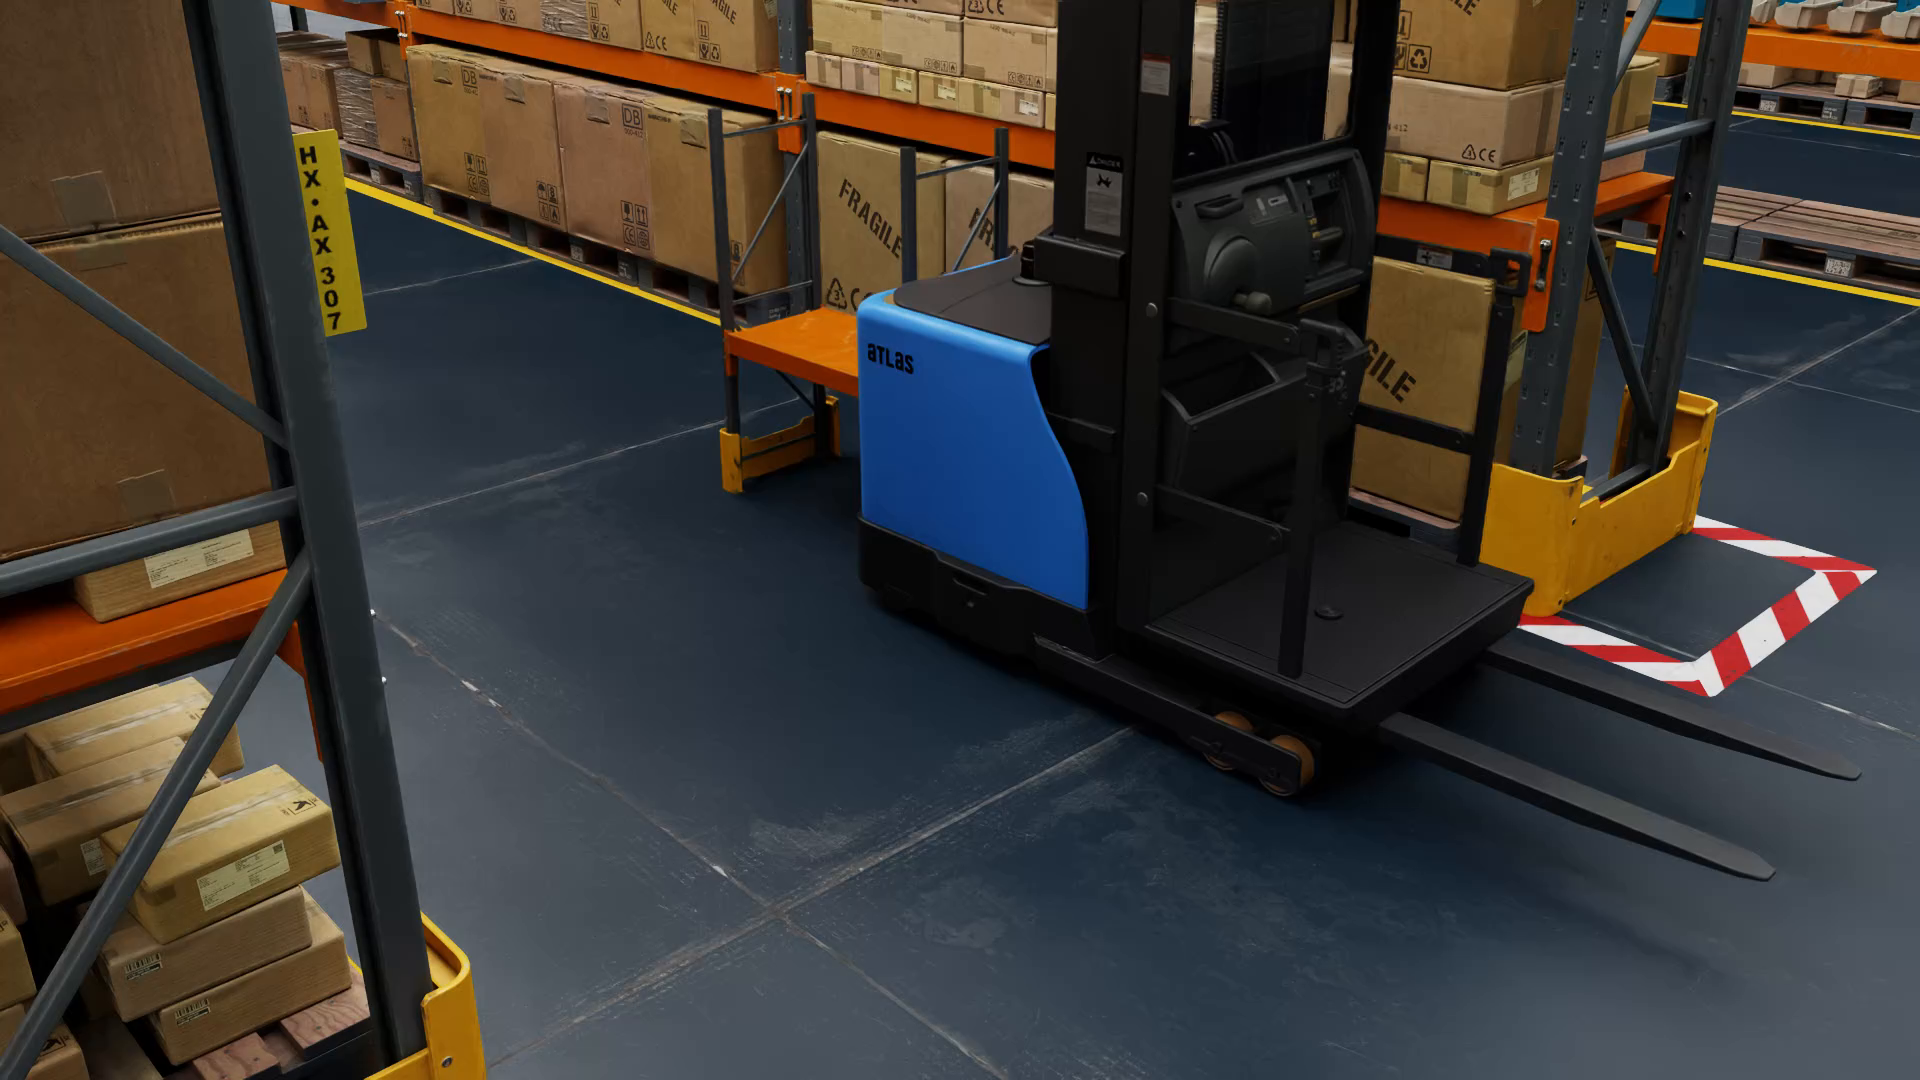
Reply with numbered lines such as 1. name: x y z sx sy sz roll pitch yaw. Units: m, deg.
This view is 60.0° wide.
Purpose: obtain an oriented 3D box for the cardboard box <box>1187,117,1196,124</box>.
1. cardboard box: 0.913 -1.602 6.450 0.380 0.149 0.250 -21 32 -38

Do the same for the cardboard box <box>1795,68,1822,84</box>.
1. cardboard box: 7.370 -4.306 14.557 0.500 0.500 0.500 -21 32 -38

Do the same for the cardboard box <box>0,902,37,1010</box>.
1. cardboard box: -1.963 0.809 3.075 0.380 0.149 0.250 -21 32 -38

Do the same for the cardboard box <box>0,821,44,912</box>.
1. cardboard box: -1.965 0.653 3.775 0.380 0.149 0.250 -21 32 -38

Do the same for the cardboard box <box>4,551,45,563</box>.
1. cardboard box: -1.602 -0.080 3.114 0.380 0.149 0.250 -20 31 -37

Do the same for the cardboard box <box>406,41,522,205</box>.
1. cardboard box: -2.738 -2.748 10.713 0.875 0.875 1.225 22 32 39

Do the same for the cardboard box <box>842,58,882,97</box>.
1. cardboard box: -0.321 -2.148 7.648 0.250 0.149 0.380 23 33 40

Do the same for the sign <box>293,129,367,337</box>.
1. sign: -1.020 -0.486 2.658 0.100 0.325 0.005 -21 32 -38

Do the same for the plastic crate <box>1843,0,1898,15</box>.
1. plastic crate: 5.338 -3.121 9.723 0.250 0.136 0.298 -21 32 -38

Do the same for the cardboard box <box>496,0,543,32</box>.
1. cardboard box: -2.354 -3.249 9.638 0.500 0.500 0.500 -22 32 -39

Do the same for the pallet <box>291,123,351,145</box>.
1. pallet: -4.557 -3.076 12.739 1.003 0.211 1.213 -21 32 -38

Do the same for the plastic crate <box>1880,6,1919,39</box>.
1. plastic crate: 5.200 -2.822 9.068 0.396 0.136 0.243 -21 32 -38

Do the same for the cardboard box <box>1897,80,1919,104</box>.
1. cardboard box: 8.061 -3.832 13.514 0.797 0.503 0.637 -21 32 -38

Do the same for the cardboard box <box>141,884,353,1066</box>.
1. cardboard box: -1.540 0.919 3.551 0.380 0.149 0.250 -20 32 -37

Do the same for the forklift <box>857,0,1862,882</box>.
1. forklift: 1.057 -0.859 4.601 3.031 2.935 1.130 22 32 39

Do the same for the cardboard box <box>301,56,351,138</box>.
1. cardboard box: -4.448 -3.333 12.423 0.700 0.500 0.500 -18 30 -34

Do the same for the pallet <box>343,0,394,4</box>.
1. pallet: -3.759 -3.837 11.277 1.213 0.211 1.003 -21 32 -38

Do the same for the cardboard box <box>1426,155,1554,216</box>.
1. cardboard box: 1.790 -1.215 5.601 0.380 0.149 0.250 -20 32 -38

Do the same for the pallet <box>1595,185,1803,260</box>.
1. pallet: 4.524 -2.081 10.558 1.003 0.211 1.213 -21 32 -38

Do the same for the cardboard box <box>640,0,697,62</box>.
1. cardboard box: -1.312 -2.788 8.626 0.500 0.500 0.500 -20 31 -37

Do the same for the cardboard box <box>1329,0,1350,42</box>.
1. cardboard box: 1.442 -2.251 6.490 0.500 0.500 0.500 -22 33 -40

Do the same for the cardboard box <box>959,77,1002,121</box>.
1. cardboard box: 0.215 -1.912 7.130 0.380 0.149 0.250 -22 32 -39

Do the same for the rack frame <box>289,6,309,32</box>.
1. rack frame: -5.928 -4.950 13.486 1.000 3.000 0.127 -21 32 -38

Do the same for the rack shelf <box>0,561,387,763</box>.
1. rack shelf: -2.783 -0.217 3.977 1.077 0.370 4.000 -21 32 -38

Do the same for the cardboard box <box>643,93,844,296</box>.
1. cardboard box: -0.912 -1.939 8.940 1.225 0.875 0.875 -21 32 -38

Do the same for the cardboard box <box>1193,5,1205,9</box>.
1. cardboard box: 0.738 -2.223 7.332 0.500 0.250 0.500 -20 32 -37

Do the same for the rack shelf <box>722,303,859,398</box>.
1. rack shelf: -0.379 -0.661 6.326 1.000 0.185 0.538 22 32 39

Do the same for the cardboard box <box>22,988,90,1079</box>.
1. cardboard box: -1.928 1.068 3.224 0.380 0.149 0.250 -21 32 -38

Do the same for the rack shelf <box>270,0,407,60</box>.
1. rack shelf: -4.561 -4.017 12.308 1.077 0.370 4.000 -21 32 -38

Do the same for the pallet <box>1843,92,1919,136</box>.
1. pallet: 8.080 -3.488 13.643 1.003 0.211 1.213 -21 32 -38

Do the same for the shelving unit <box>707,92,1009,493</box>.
1. shelving unit: -0.372 -0.823 6.246 1.083 1.500 0.587 22 32 39

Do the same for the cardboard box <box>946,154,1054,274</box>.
1. cardboard box: 0.548 -1.255 7.442 0.875 0.875 0.875 -21 32 -38

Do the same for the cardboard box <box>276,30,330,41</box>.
1. cardboard box: -5.524 -3.821 13.493 0.500 0.500 0.700 21 32 38

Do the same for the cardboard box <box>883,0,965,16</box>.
1. cardboard box: 0.011 -2.565 7.178 0.500 0.500 0.500 -21 32 -38

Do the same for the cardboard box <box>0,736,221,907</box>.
1. cardboard box: -1.802 0.593 3.548 0.380 0.149 0.250 -21 32 -38

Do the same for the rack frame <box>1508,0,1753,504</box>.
1. rack frame: 2.274 -1.314 5.517 1.000 3.000 0.127 -21 32 -38

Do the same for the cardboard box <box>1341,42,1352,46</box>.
1. cardboard box: 1.783 -1.759 6.314 0.500 0.250 0.500 -22 32 -39

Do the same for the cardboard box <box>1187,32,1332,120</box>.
1. cardboard box: 1.054 -1.761 6.318 0.500 0.250 0.500 22 33 40

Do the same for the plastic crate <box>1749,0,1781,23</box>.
1. plastic crate: 4.588 -3.076 9.625 0.298 0.136 0.250 -21 32 -38

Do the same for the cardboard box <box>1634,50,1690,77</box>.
1. cardboard box: 6.227 -4.466 14.908 0.500 0.500 0.500 -21 32 -39

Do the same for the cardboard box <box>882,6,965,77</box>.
1. cardboard box: 0.006 -2.225 7.335 0.500 0.250 0.500 -21 32 -39

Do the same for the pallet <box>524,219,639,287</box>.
1. pallet: -1.881 -1.840 10.028 1.003 0.211 1.213 -21 32 -38
